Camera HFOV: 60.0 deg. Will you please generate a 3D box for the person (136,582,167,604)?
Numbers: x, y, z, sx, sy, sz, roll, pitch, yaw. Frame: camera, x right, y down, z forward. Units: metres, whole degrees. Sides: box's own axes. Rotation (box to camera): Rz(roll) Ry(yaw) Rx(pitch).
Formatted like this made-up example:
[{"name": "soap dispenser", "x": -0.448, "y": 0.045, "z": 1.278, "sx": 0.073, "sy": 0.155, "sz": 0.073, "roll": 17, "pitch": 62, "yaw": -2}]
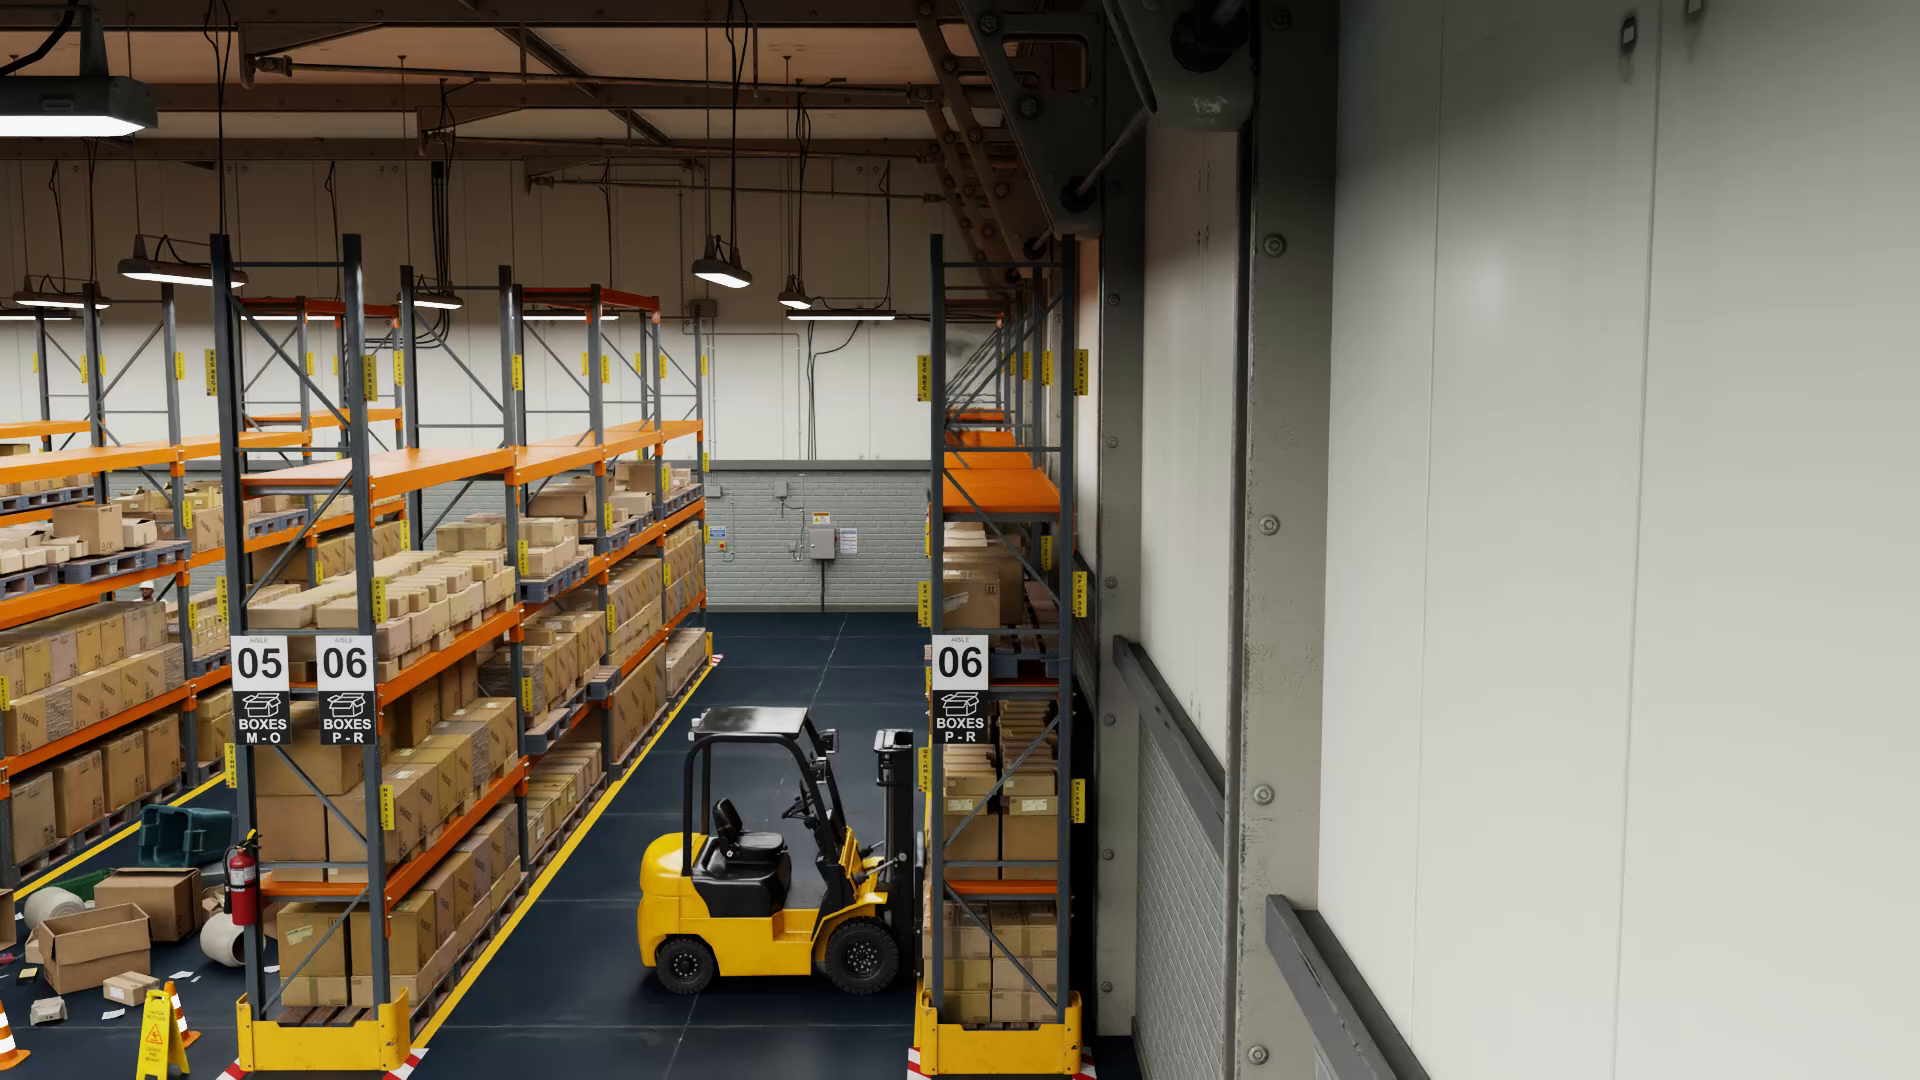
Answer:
[{"name": "person", "x": -12.444, "y": 1.495, "z": 25.524, "sx": 0.708, "sy": 1.724, "sz": 0.708, "roll": -1, "pitch": 6, "yaw": -7}]
